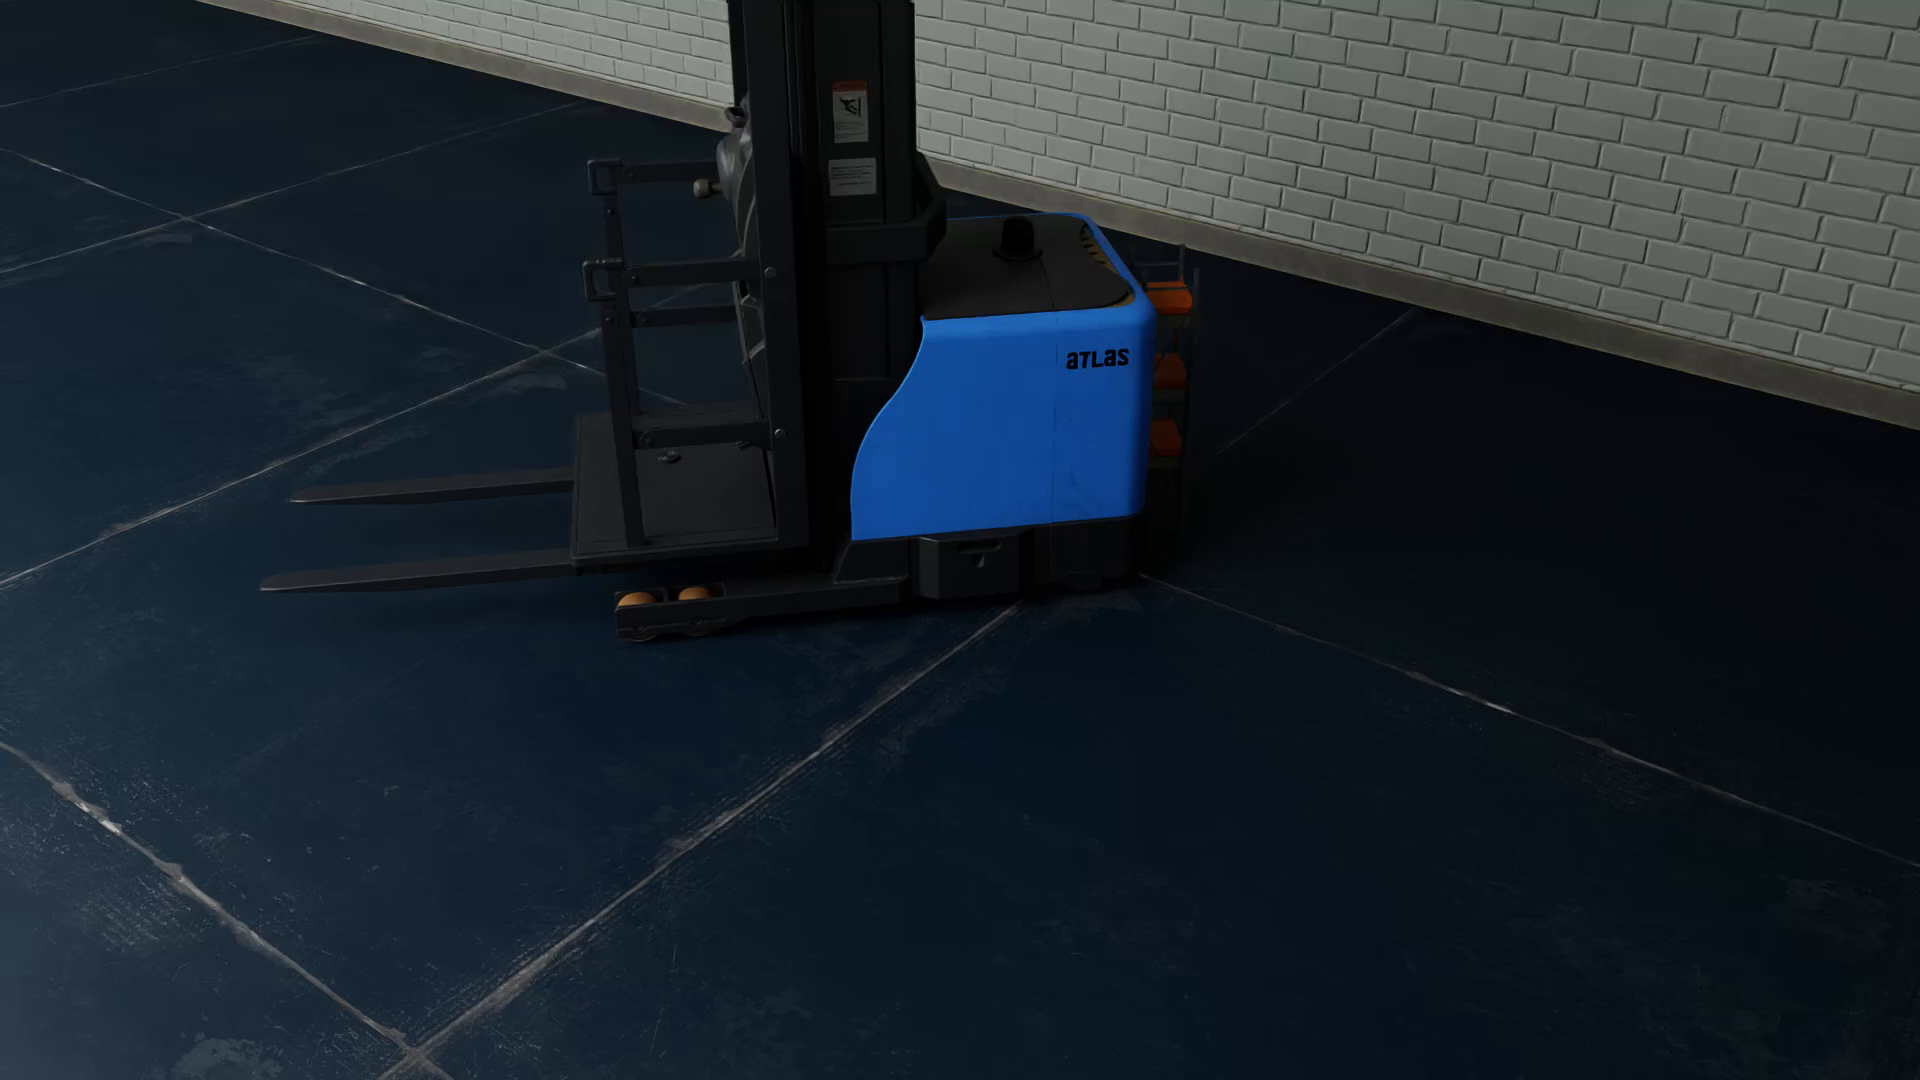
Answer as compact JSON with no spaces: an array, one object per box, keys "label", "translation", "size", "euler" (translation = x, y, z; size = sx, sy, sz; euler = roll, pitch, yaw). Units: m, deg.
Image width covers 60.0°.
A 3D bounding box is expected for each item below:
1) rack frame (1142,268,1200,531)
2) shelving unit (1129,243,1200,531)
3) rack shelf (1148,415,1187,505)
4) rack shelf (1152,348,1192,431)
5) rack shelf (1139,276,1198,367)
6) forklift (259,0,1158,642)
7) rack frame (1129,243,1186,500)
[{"label":"rack frame","translation":[0.733,-0.487,6.039],"size":[0.200,1.050,0.008],"euler":[-2,30,-4]},{"label":"shelving unit","translation":[0.722,-0.548,6.144],"size":[0.215,1.050,0.252],"euler":[-2,30,-4]},{"label":"rack shelf","translation":[0.722,-0.299,6.289],"size":[0.215,0.259,0.240],"euler":[-2,30,-4]},{"label":"rack shelf","translation":[0.722,-0.539,6.149],"size":[0.215,0.259,0.240],"euler":[-2,30,-4]},{"label":"rack shelf","translation":[0.723,-0.784,6.006],"size":[0.215,0.259,0.240],"euler":[-2,30,-4]},{"label":"forklift","translation":[-0.900,-1.206,5.411],"size":[3.031,2.935,1.130],"euler":[-5,31,-9]},{"label":"rack frame","translation":[0.712,-0.610,6.249],"size":[0.200,1.050,0.008],"euler":[-2,30,-4]}]
